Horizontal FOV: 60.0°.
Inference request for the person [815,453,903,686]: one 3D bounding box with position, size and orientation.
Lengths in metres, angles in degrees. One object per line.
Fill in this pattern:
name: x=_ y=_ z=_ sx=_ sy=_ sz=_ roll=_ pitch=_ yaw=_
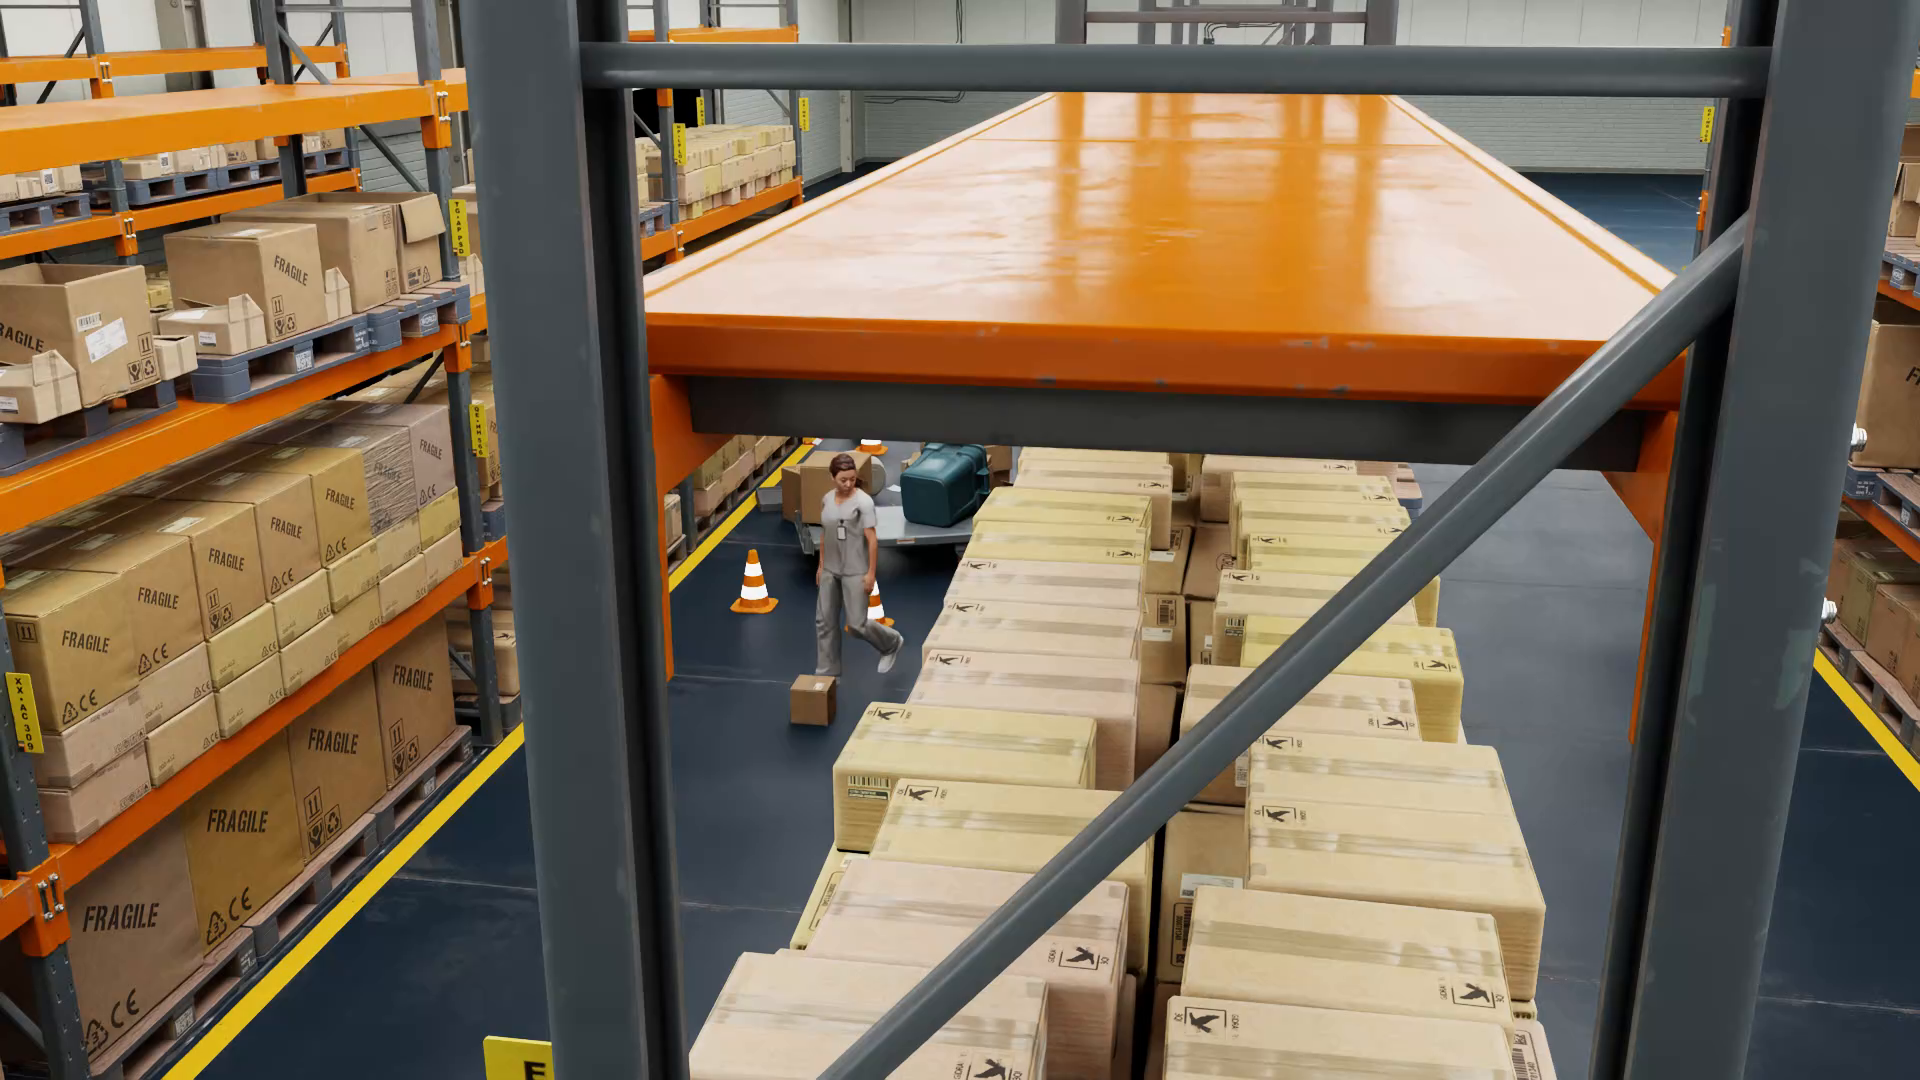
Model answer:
person: x=-0.758 y=0.215 z=11.395 sx=0.481 sy=1.646 sz=0.701 roll=14 pitch=22 yaw=36
